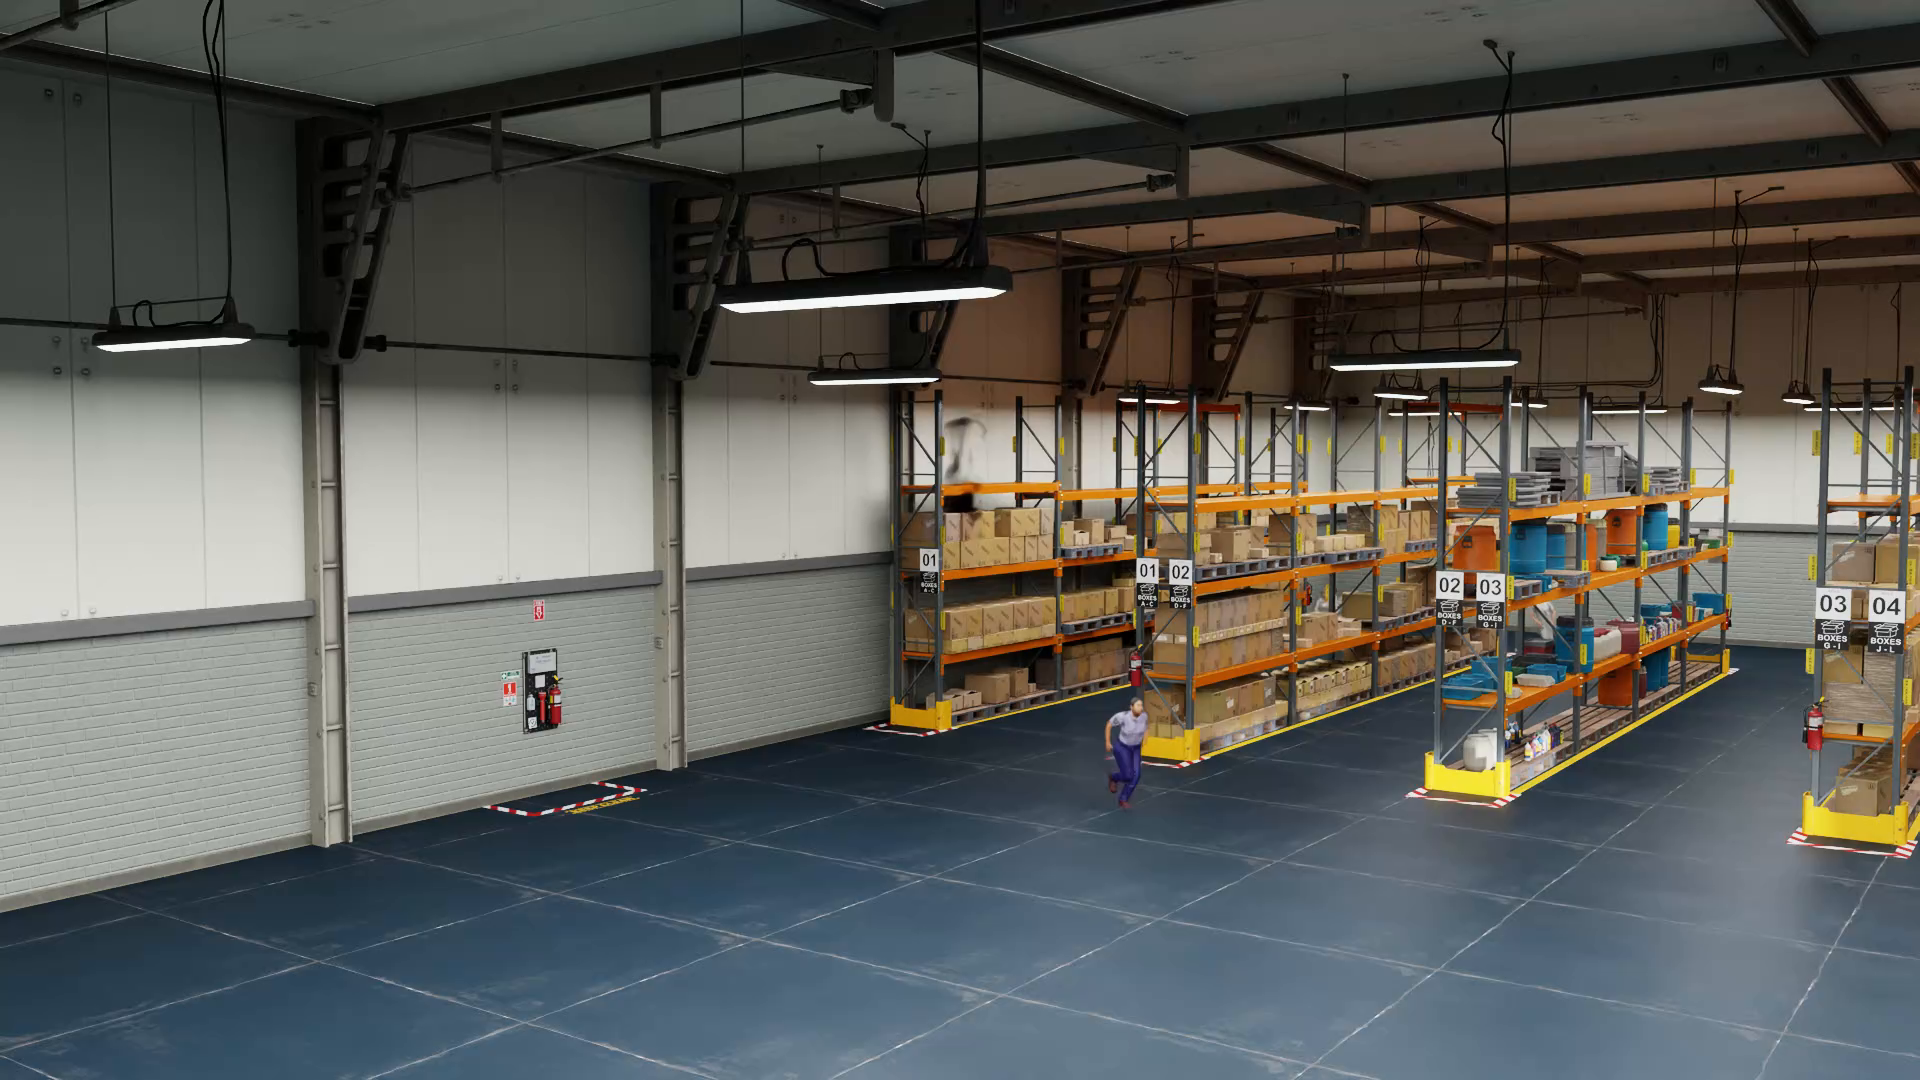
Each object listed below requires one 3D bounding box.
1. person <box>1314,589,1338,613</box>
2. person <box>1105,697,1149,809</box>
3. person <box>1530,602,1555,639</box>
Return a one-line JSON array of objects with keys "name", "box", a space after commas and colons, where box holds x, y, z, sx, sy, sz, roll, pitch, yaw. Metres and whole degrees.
[{"name": "person", "box": [8.788, 1.957, 40.074, 0.536, 1.563, 0.575, 2, 4, 30]}, {"name": "person", "box": [2.332, 2.939, 23.042, 0.596, 1.583, 0.694, -2, 4, -31]}, {"name": "person", "box": [13.659, 2.007, 38.877, 0.618, 1.606, 0.527, 1, 3, 13]}]
